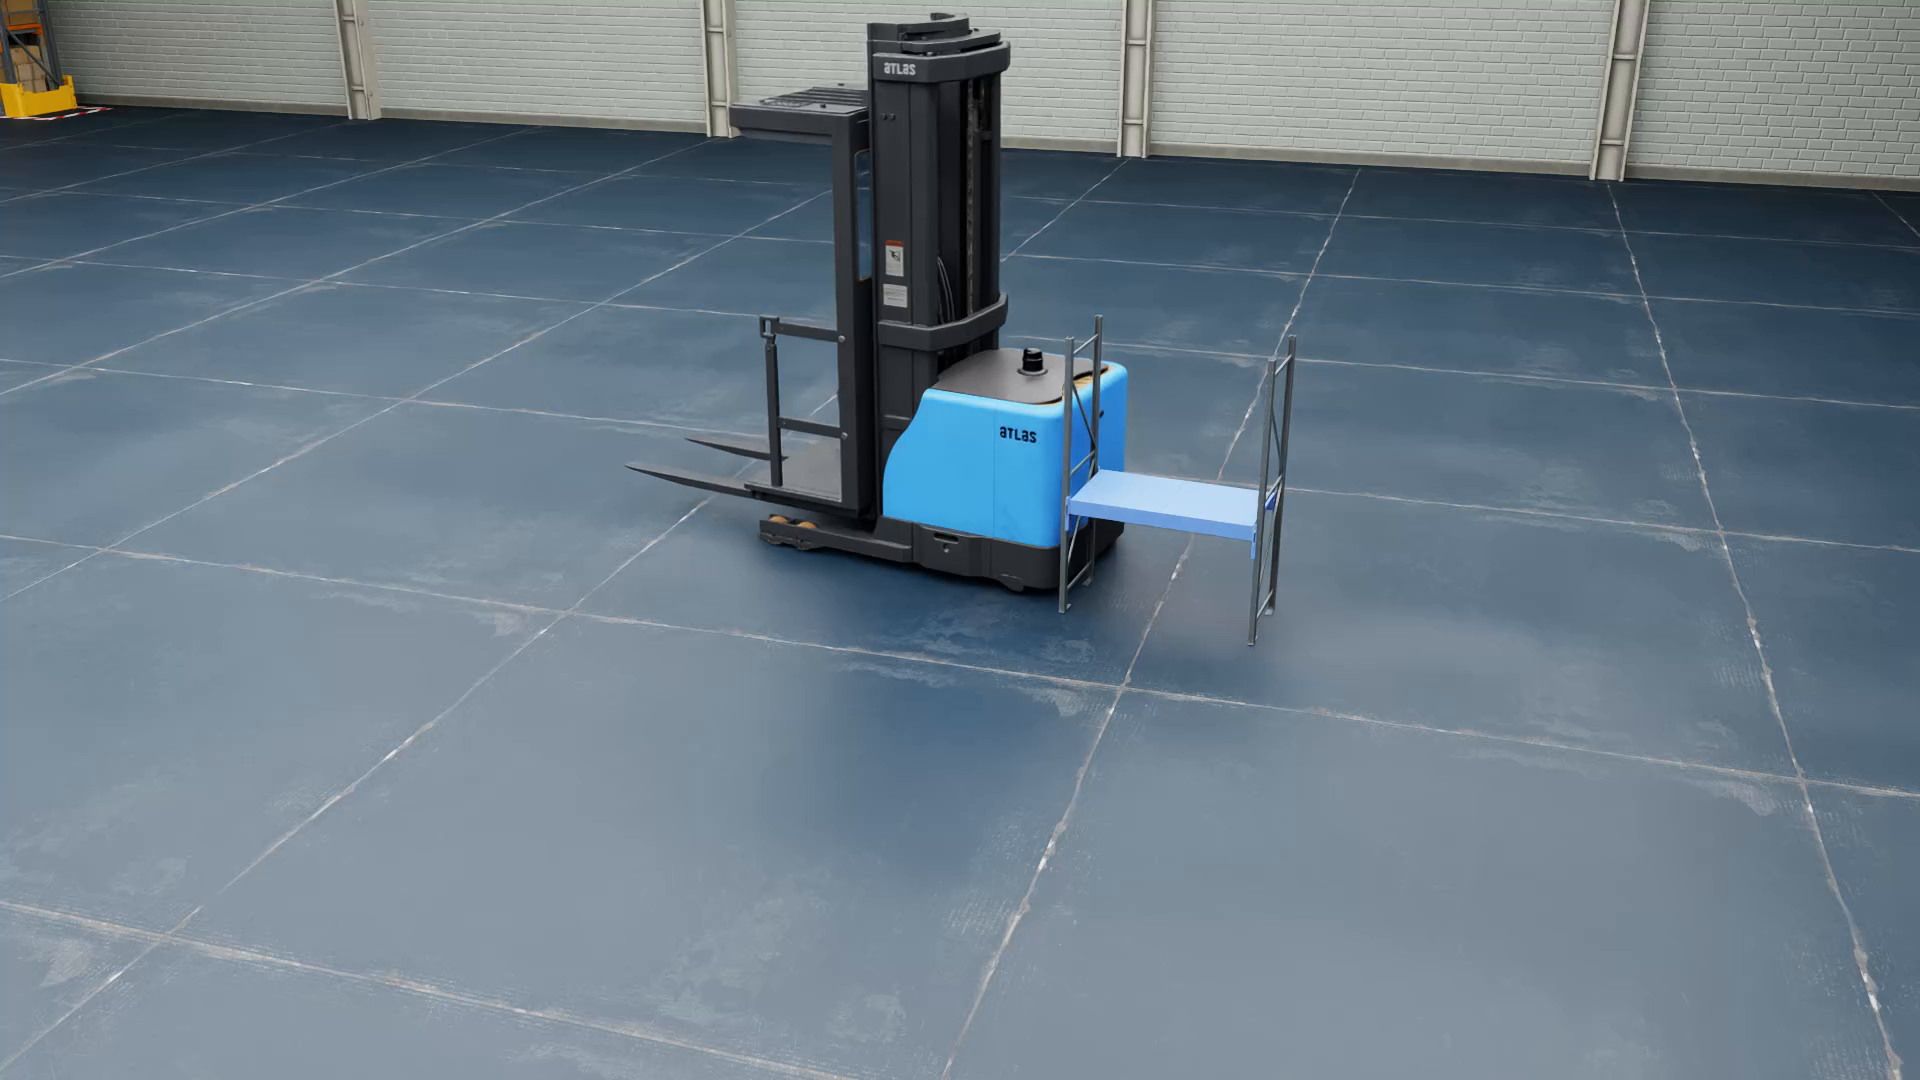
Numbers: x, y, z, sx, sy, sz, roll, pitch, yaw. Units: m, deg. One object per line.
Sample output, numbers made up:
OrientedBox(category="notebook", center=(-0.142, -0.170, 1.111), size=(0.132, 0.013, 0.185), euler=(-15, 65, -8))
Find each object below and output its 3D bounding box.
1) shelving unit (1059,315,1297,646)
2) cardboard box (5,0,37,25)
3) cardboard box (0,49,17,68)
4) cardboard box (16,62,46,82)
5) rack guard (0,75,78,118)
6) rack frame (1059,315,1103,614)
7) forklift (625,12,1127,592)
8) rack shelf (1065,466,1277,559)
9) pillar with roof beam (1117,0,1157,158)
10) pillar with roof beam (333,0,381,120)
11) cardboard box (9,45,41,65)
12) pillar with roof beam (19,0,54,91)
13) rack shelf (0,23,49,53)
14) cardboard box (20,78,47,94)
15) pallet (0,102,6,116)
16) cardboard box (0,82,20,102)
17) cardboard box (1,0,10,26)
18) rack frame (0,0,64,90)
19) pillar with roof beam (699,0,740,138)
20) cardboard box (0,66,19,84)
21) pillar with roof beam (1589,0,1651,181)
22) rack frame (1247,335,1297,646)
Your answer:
OrientedBox(category="shelving unit", center=(1.104, -0.318, 8.570), size=(1.048, 1.500, 0.538), euler=(9, 24, 21))
OrientedBox(category="cardboard box", center=(-14.884, -8.340, 26.018), size=(0.500, 0.500, 0.500), euler=(7, 23, 17))
OrientedBox(category="cardboard box", center=(-15.021, -7.460, 25.757), size=(0.500, 0.250, 0.500), euler=(7, 23, 17))
OrientedBox(category="cardboard box", center=(-14.880, -7.419, 26.315), size=(0.500, 0.250, 0.500), euler=(7, 23, 16))
OrientedBox(category="rack guard", center=(-14.467, -6.979, 26.126), size=(0.348, 0.500, 1.175), euler=(7, 23, 16))
OrientedBox(category="rack frame", center=(0.635, -0.393, 8.751), size=(0.032, 1.500, 0.500), euler=(9, 24, 21))
OrientedBox(category="forklift", center=(-0.589, -1.456, 9.458), size=(3.031, 2.935, 1.130), euler=(11, 25, 26))
OrientedBox(category="rack shelf", center=(1.104, -0.152, 8.638), size=(1.000, 0.185, 0.538), euler=(9, 24, 21))
OrientedBox(category="pillar with roof beam", center=(1.093, -7.781, 16.881), size=(0.400, 9.000, 9.100), euler=(7, 23, 16))
OrientedBox(category="pillar with roof beam", center=(-10.396, -9.096, 20.088), size=(0.400, 9.000, 9.100), euler=(7, 23, 16))
OrientedBox(category="cardboard box", center=(-14.896, -7.645, 26.207), size=(0.500, 0.250, 0.500), euler=(6, 23, 15))
OrientedBox(category="pillar with roof beam", center=(-16.140, -9.754, 21.691), size=(0.400, 9.000, 9.100), euler=(7, 23, 16))
OrientedBox(category="rack shelf", center=(-16.405, -8.025, 26.329), size=(4.000, 0.370, 1.077), euler=(7, 23, 16))
OrientedBox(category="cardboard box", center=(-14.904, -7.186, 26.405), size=(0.500, 0.250, 0.500), euler=(7, 23, 16))
OrientedBox(category="pallet", center=(-15.234, -6.917, 26.355), size=(1.213, 0.211, 1.003), euler=(7, 23, 16))
OrientedBox(category="cardboard box", center=(-15.031, -6.997, 25.946), size=(0.500, 0.250, 0.500), euler=(7, 23, 16))
OrientedBox(category="cardboard box", center=(-15.037, -8.143, 25.538), size=(0.500, 0.500, 0.500), euler=(6, 23, 14))
OrientedBox(category="rack frame", center=(-14.490, -8.139, 25.658), size=(0.127, 3.000, 1.000), euler=(7, 23, 16))
OrientedBox(category="pillar with roof beam", center=(-4.651, -8.438, 18.484), size=(0.400, 9.000, 9.100), euler=(7, 23, 16))
OrientedBox(category="cardboard box", center=(-15.046, -7.232, 25.859), size=(0.500, 0.250, 0.500), euler=(6, 23, 15))
OrientedBox(category="pillar with roof beam", center=(6.837, -7.123, 15.277), size=(0.400, 9.000, 9.100), euler=(7, 23, 16))
OrientedBox(category="rack frame", center=(1.573, -0.244, 8.389), size=(0.032, 1.500, 0.500), euler=(9, 24, 21))
